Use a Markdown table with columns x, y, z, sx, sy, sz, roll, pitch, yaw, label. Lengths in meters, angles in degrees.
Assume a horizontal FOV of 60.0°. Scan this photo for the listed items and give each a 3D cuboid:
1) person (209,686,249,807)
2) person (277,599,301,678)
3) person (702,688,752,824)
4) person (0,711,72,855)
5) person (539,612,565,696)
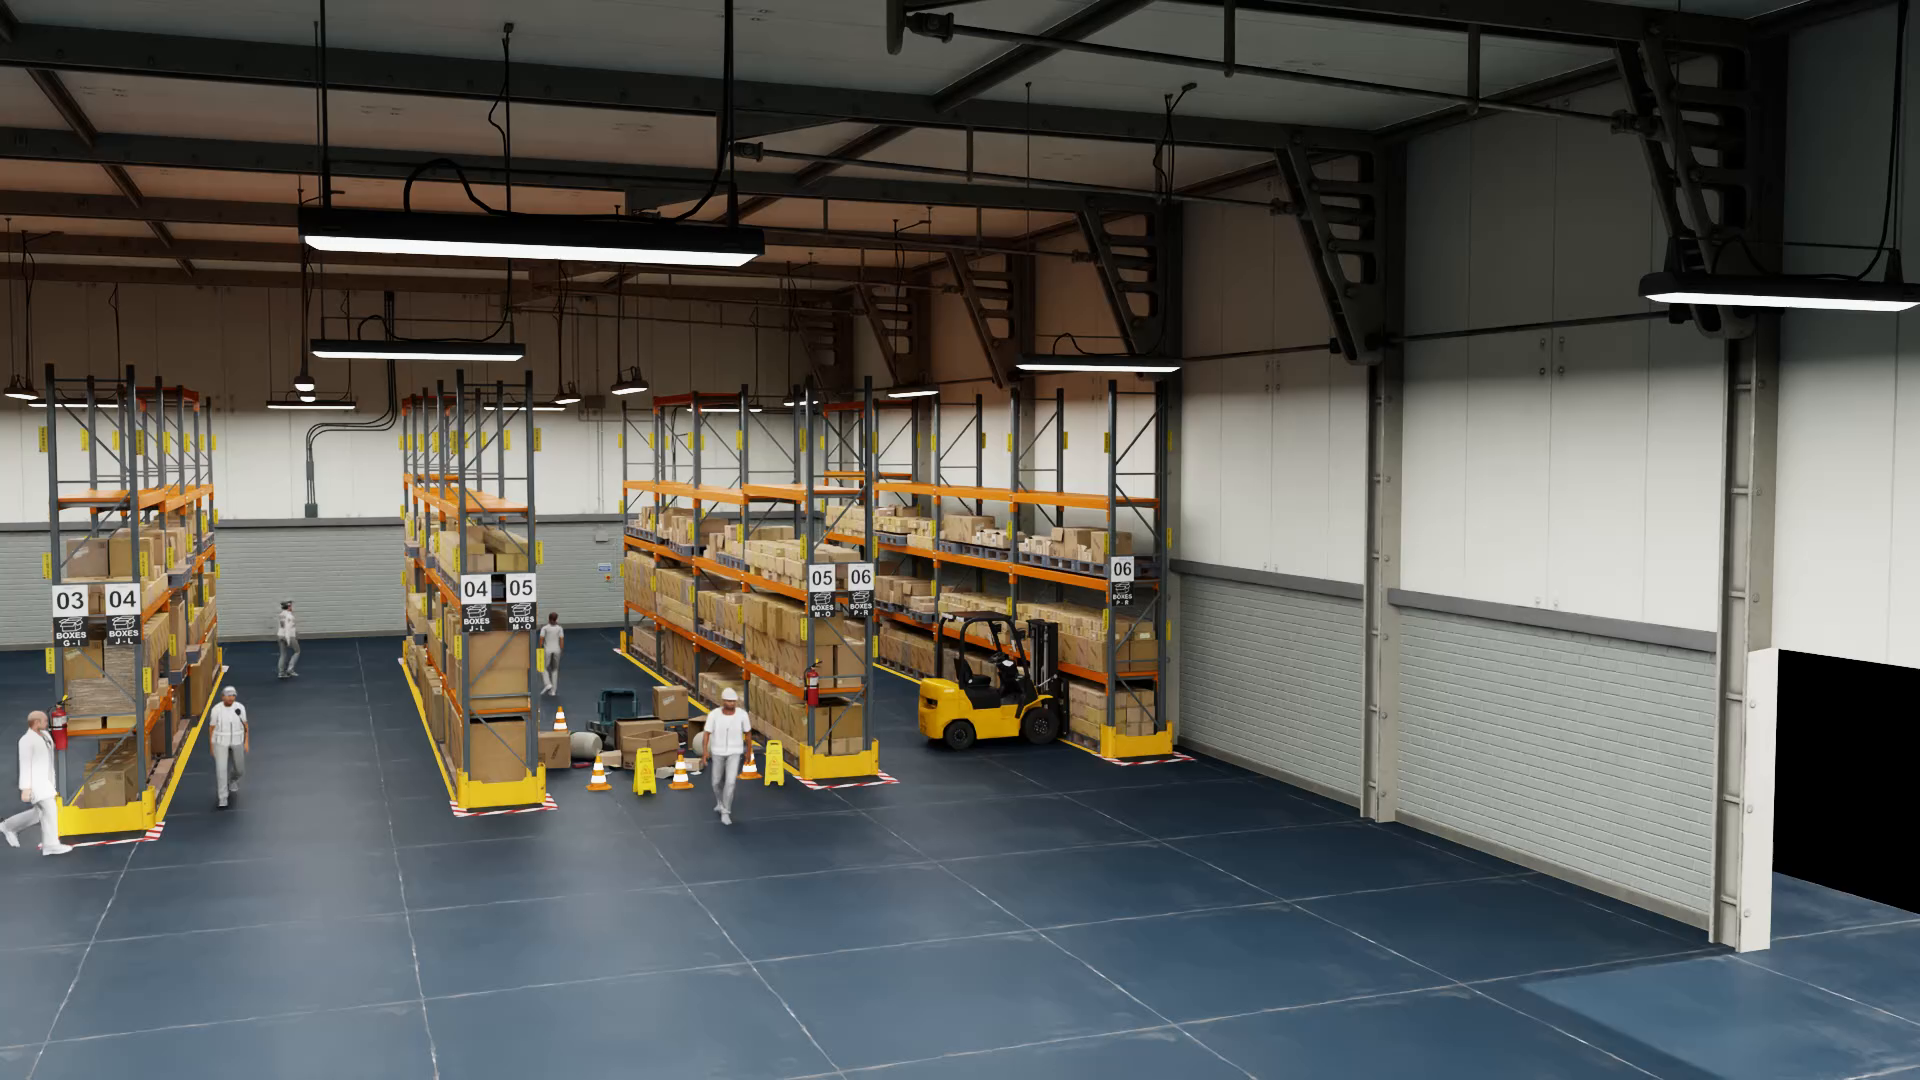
| x | y | z | sx | sy | sz | roll | pitch | yaw | label |
| --- | --- | --- | --- | --- | --- | --- | --- | --- | --- |
| -10.231 | 2.833 | 23.253 | 0.498 | 1.605 | 0.972 | -3 | 4 | -38 | person |
| -14.327 | 2.086 | 35.323 | 0.486 | 1.659 | 0.492 | 1 | 4 | 19 | person |
| -3.106 | 2.851 | 22.164 | 0.657 | 1.774 | 0.732 | 0 | 3 | -8 | person |
| -11.282 | 2.941 | 20.259 | 0.998 | 1.736 | 0.669 | 0 | 3 | -2 | person |
| -8.061 | 2.262 | 32.880 | 0.499 | 1.646 | 0.621 | -1 | 4 | -20 | person |
